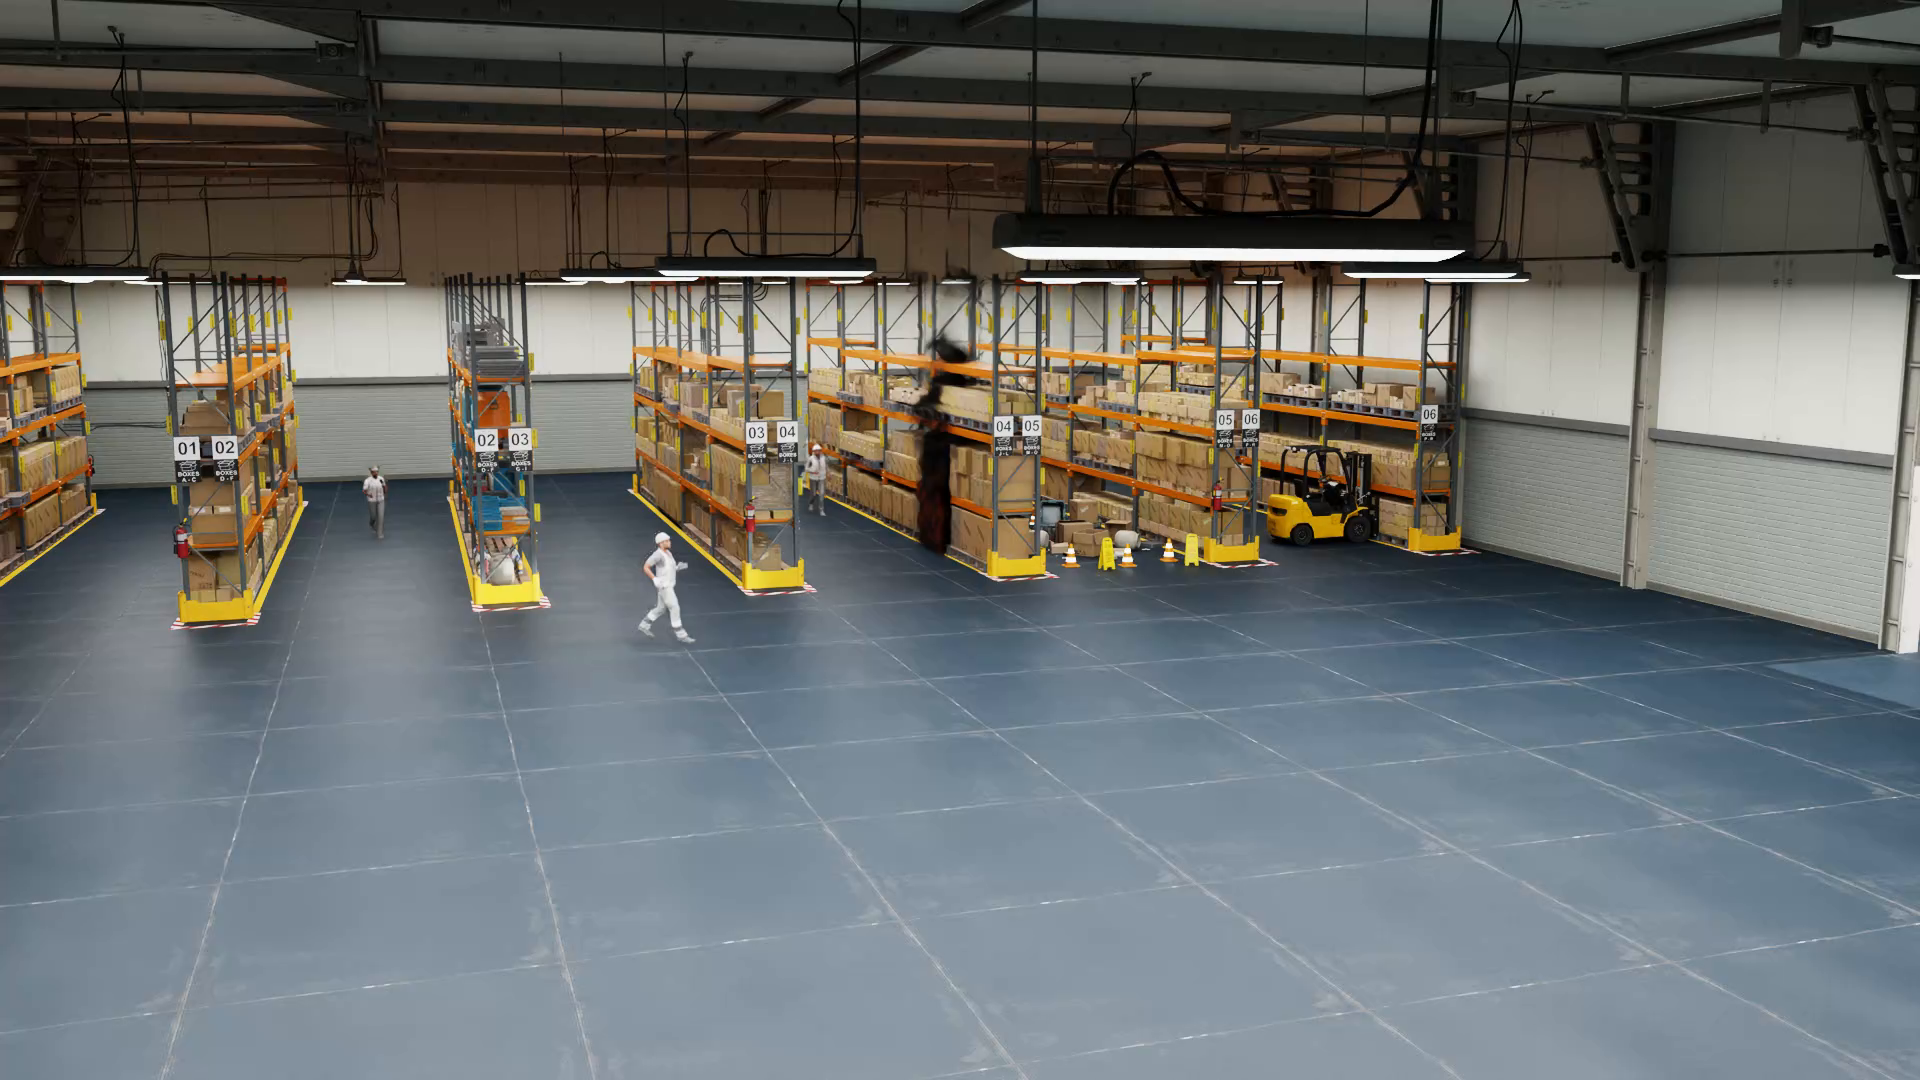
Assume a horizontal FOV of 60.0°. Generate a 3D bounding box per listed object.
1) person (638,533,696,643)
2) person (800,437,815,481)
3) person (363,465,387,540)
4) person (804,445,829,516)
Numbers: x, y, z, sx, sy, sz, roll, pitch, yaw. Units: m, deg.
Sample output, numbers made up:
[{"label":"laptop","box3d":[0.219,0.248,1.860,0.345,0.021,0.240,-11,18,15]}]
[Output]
[{"label":"person","box3d":[-4.768,0.763,26.902,0.991,1.781,0.659,1,9,4]},{"label":"person","box3d":[-4.405,-2.620,49.492,0.998,1.744,0.769,-6,11,-37]},{"label":"person","box3d":[-13.512,-0.892,38.482,0.579,1.700,0.859,-5,10,-29]},{"label":"person","box3d":[-3.638,-1.542,42.395,0.681,1.793,0.847,-3,9,-21]}]
